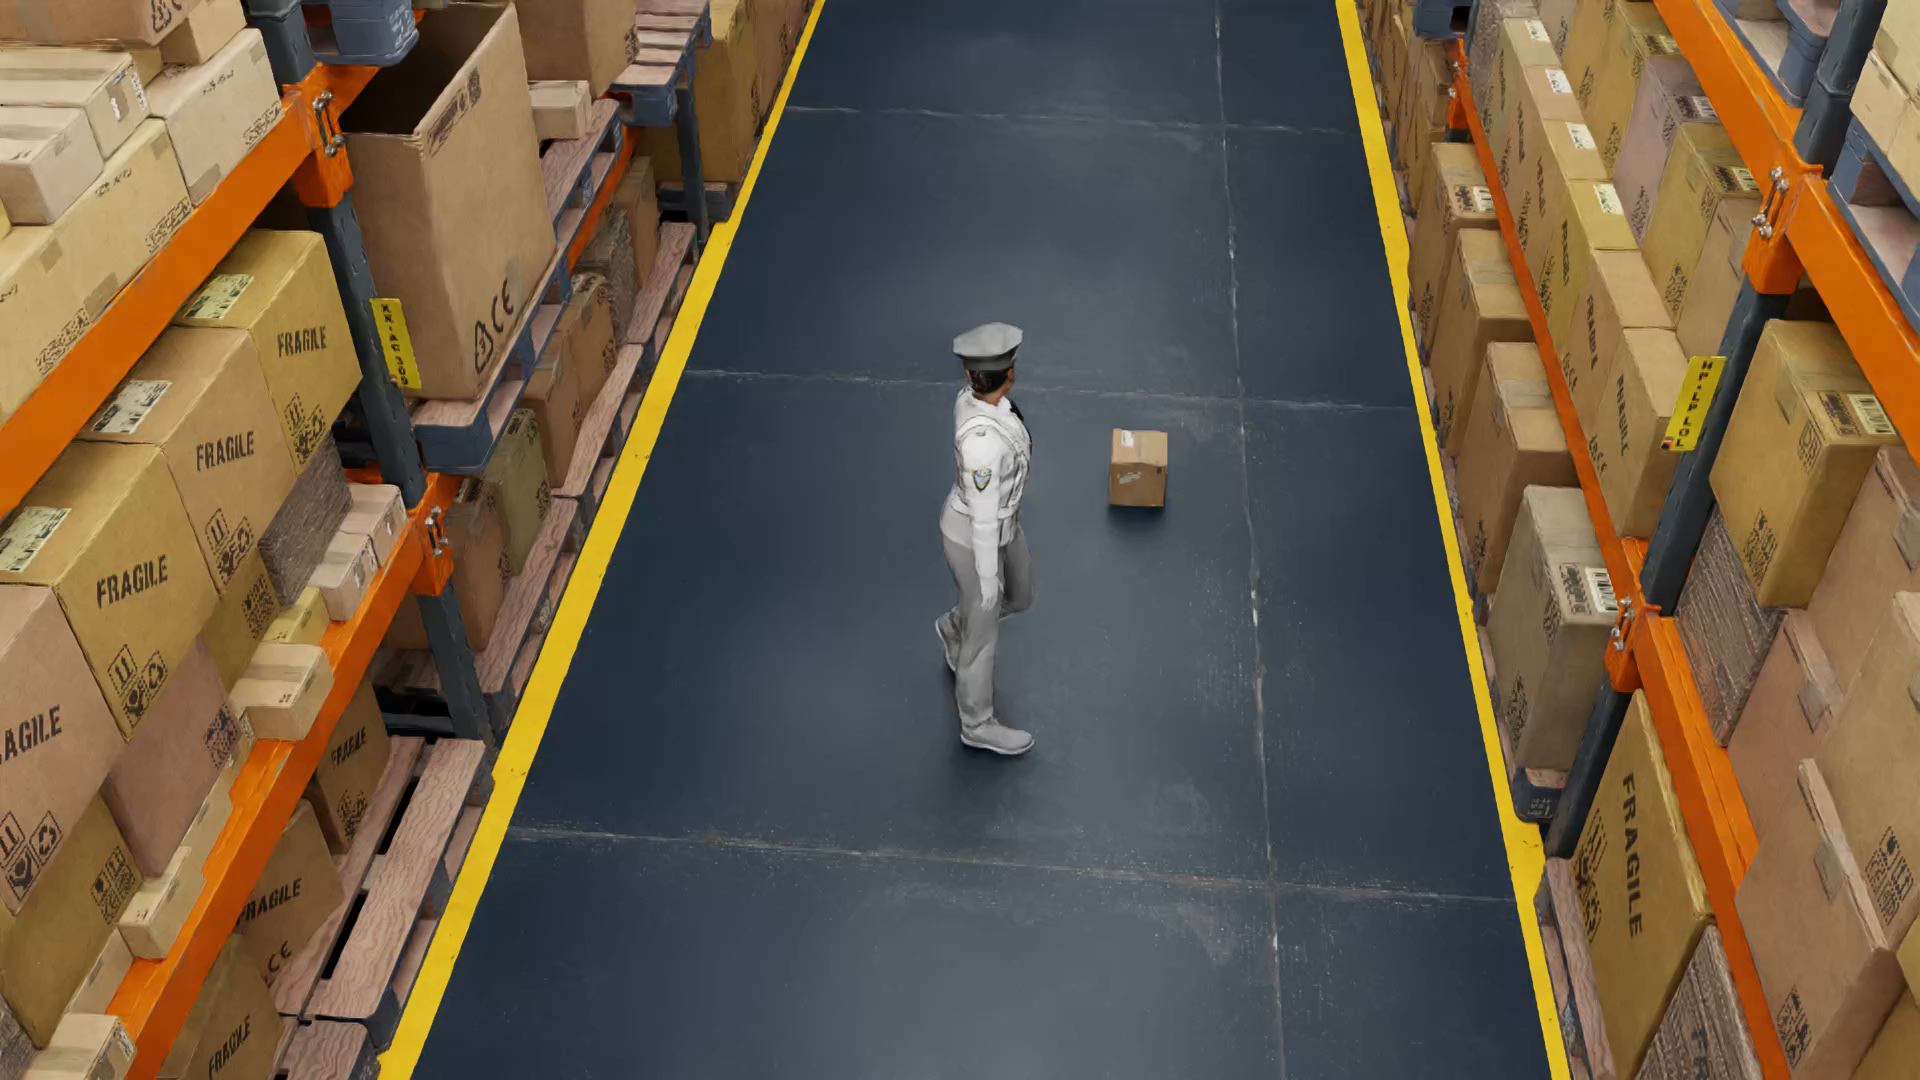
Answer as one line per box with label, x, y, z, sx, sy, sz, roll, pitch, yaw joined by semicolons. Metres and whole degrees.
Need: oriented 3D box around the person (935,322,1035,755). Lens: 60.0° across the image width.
person;0.102;0.011;6.164;0.460;1.635;0.610;7;41;8
